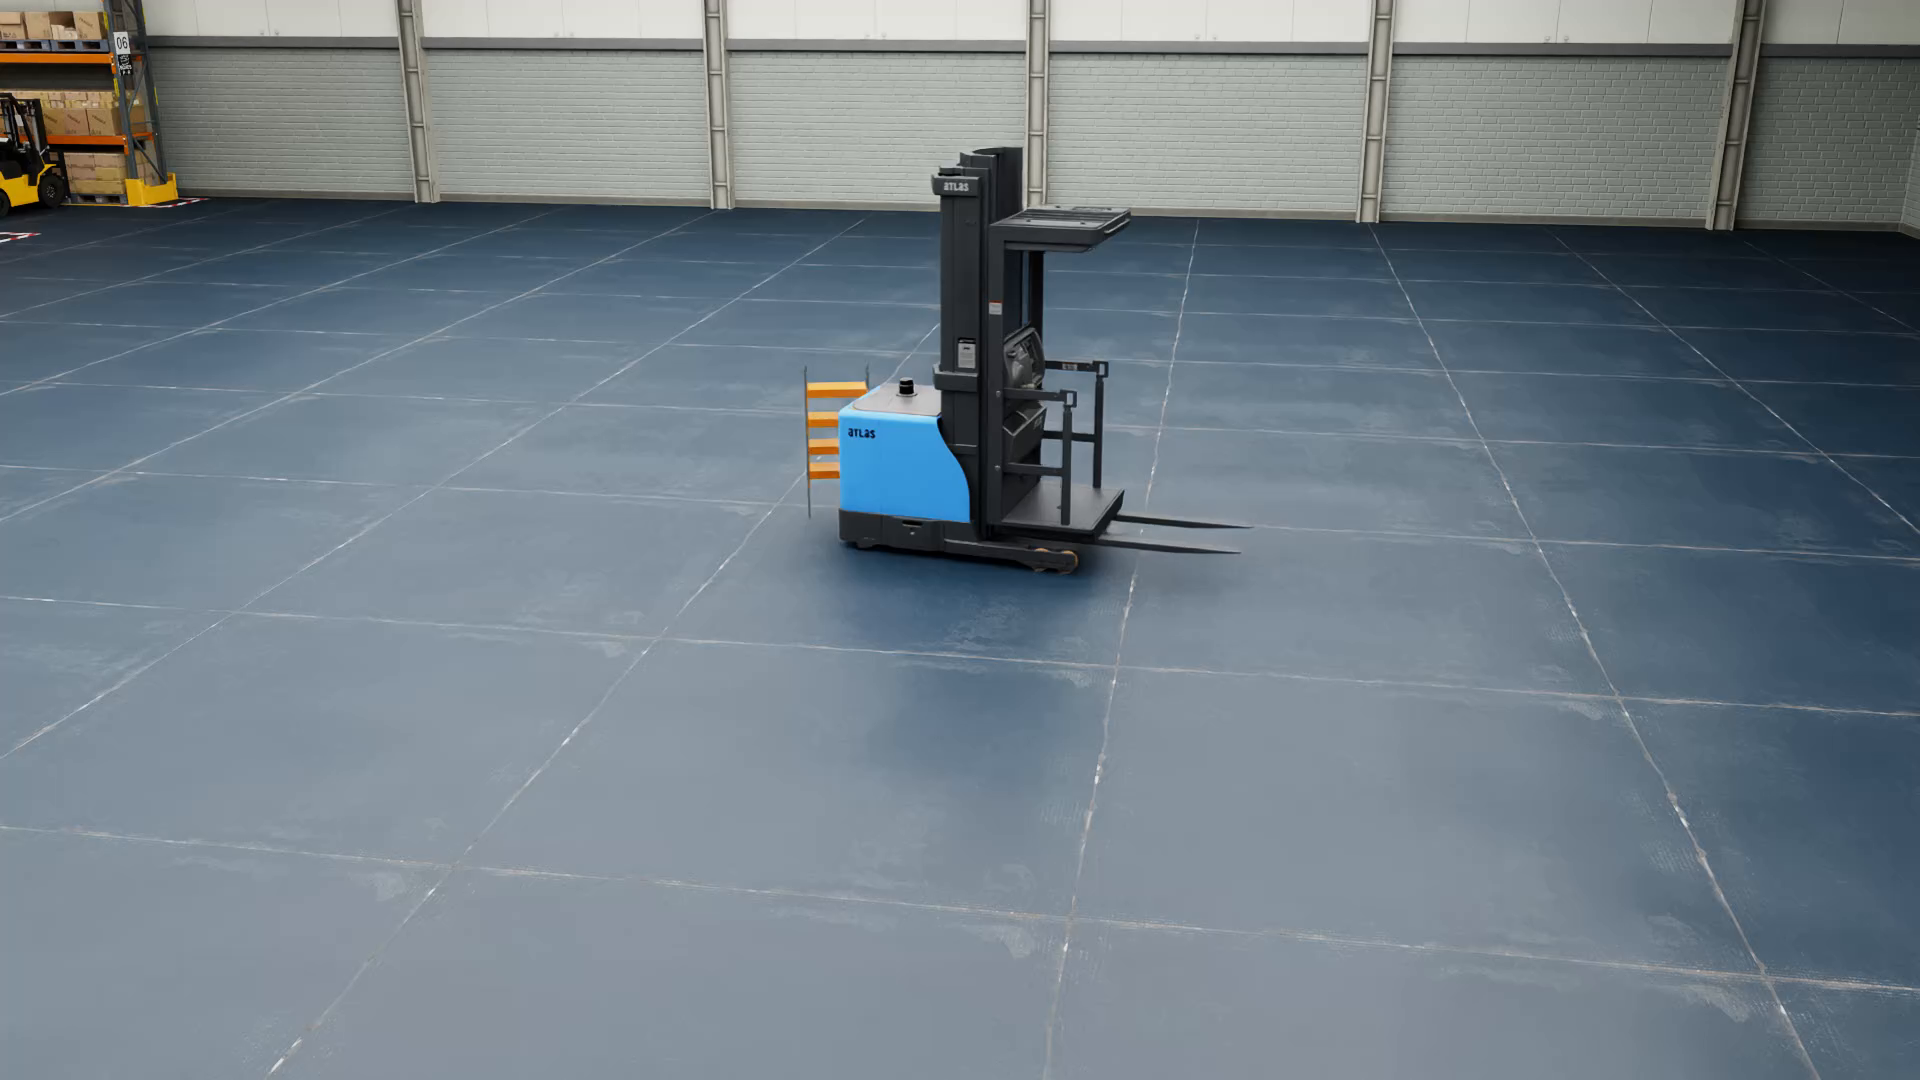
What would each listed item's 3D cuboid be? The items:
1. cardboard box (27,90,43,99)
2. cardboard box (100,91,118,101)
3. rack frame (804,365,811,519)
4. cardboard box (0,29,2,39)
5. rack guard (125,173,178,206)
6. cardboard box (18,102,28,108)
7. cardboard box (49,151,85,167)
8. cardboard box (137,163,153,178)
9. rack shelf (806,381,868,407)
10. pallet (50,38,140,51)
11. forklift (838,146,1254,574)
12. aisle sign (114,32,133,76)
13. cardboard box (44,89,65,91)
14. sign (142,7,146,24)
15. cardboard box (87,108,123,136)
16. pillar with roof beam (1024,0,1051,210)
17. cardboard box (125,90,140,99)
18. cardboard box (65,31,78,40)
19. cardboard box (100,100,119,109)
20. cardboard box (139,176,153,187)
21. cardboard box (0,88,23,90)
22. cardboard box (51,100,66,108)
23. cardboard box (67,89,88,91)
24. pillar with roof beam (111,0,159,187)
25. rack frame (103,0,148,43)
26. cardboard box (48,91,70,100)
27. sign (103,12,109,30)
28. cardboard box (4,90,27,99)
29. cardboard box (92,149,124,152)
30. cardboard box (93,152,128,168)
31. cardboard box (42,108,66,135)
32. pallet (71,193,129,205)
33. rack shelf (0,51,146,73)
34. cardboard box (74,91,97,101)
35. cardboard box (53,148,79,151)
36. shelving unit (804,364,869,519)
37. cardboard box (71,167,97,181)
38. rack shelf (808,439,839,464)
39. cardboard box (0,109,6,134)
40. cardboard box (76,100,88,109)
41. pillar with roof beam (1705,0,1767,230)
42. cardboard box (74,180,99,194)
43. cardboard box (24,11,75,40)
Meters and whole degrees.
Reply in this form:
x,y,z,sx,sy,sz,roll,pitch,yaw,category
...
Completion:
x,y,z,sx,sy,sz,roll,pitch,yaw,category
-17.726,-8.572,32.038,0.250,0.149,0.380,3,19,9,cardboard box
-16.211,-8.496,31.813,0.250,0.149,0.380,3,19,9,cardboard box
-1.212,-0.773,13.215,0.015,1.200,0.240,-2,19,-5,rack frame
-18.356,-9.685,31.679,0.258,0.266,0.396,2,19,7,cardboard box
-15.800,-6.862,32.515,0.348,0.500,1.175,3,19,9,rack guard
-17.977,-8.422,32.060,0.250,0.149,0.380,3,19,8,cardboard box
-17.333,-7.389,32.248,0.500,0.250,0.500,3,19,9,cardboard box
-16.255,-7.269,32.678,0.500,0.250,0.500,3,19,10,cardboard box
-0.969,-1.152,13.110,0.480,0.148,0.258,-2,19,-5,rack shelf
-16.518,-9.473,31.791,1.213,0.211,1.003,3,19,9,pallet
0.657,-1.334,12.162,3.031,2.935,1.130,6,19,17,forklift
-15.805,-9.186,31.425,0.004,0.787,0.394,3,19,9,aisle sign
-17.644,-8.715,32.466,0.250,0.149,0.380,3,19,9,cardboard box
-15.730,-10.097,32.014,0.005,0.325,0.100,3,19,9,sign
-16.351,-8.038,31.935,0.500,0.500,0.500,3,19,7,cardboard box
0.721,-8.956,25.381,0.400,9.000,9.100,3,19,9,pillar with roof beam
-16.121,-8.628,32.207,0.250,0.149,0.380,3,19,8,cardboard box
-16.690,-9.545,31.444,0.250,0.149,0.380,2,19,7,cardboard box
-16.211,-8.333,31.793,0.250,0.149,0.380,3,19,9,cardboard box
-16.278,-7.030,32.749,0.500,0.250,0.500,3,19,9,cardboard box
-18.648,-8.797,32.710,0.250,0.149,0.380,3,19,8,cardboard box
-17.228,-8.384,31.944,0.250,0.149,0.380,2,19,7,cardboard box
-17.144,-8.683,32.372,0.250,0.149,0.380,4,19,10,cardboard box
-17.051,-9.862,28.088,0.400,9.000,9.100,3,19,9,pillar with roof beam
-15.824,-10.893,31.170,0.127,3.000,1.000,3,19,9,rack frame
-17.231,-8.518,31.877,0.250,0.149,0.380,3,19,10,cardboard box
-15.924,-9.684,31.012,0.005,0.325,0.100,3,19,9,sign
-18.221,-8.597,32.113,0.250,0.149,0.380,3,19,8,cardboard box
-16.762,-7.525,32.655,0.500,0.250,0.500,3,19,9,cardboard box
-16.328,-7.343,32.111,0.500,0.250,0.500,4,19,10,cardboard box
-17.368,-8.093,32.098,0.500,0.500,0.500,3,19,8,cardboard box
-16.585,-6.751,32.641,1.213,0.211,1.003,3,19,9,pallet
-17.798,-9.230,32.061,4.000,0.370,1.077,3,19,9,rack shelf
-16.722,-8.504,31.835,0.250,0.149,0.380,3,19,10,cardboard box
-17.759,-7.582,32.823,0.500,0.250,0.500,3,19,8,cardboard box
-0.969,-0.780,13.234,0.503,1.200,0.258,-2,19,-5,shelving unit
-16.847,-7.136,32.279,0.500,0.250,0.500,3,19,8,cardboard box
-0.969,-0.716,13.256,0.480,0.148,0.258,-2,19,-5,rack shelf
-18.359,-8.147,32.259,0.500,0.500,0.500,3,19,8,cardboard box
-16.714,-8.369,31.900,0.250,0.149,0.380,3,19,10,cardboard box
12.569,-8.352,23.576,0.400,9.000,9.100,3,19,9,pillar with roof beam
-16.827,-6.896,32.351,0.500,0.250,0.500,3,19,9,cardboard box
-17.295,-9.794,31.634,0.500,0.500,0.700,3,19,9,cardboard box
